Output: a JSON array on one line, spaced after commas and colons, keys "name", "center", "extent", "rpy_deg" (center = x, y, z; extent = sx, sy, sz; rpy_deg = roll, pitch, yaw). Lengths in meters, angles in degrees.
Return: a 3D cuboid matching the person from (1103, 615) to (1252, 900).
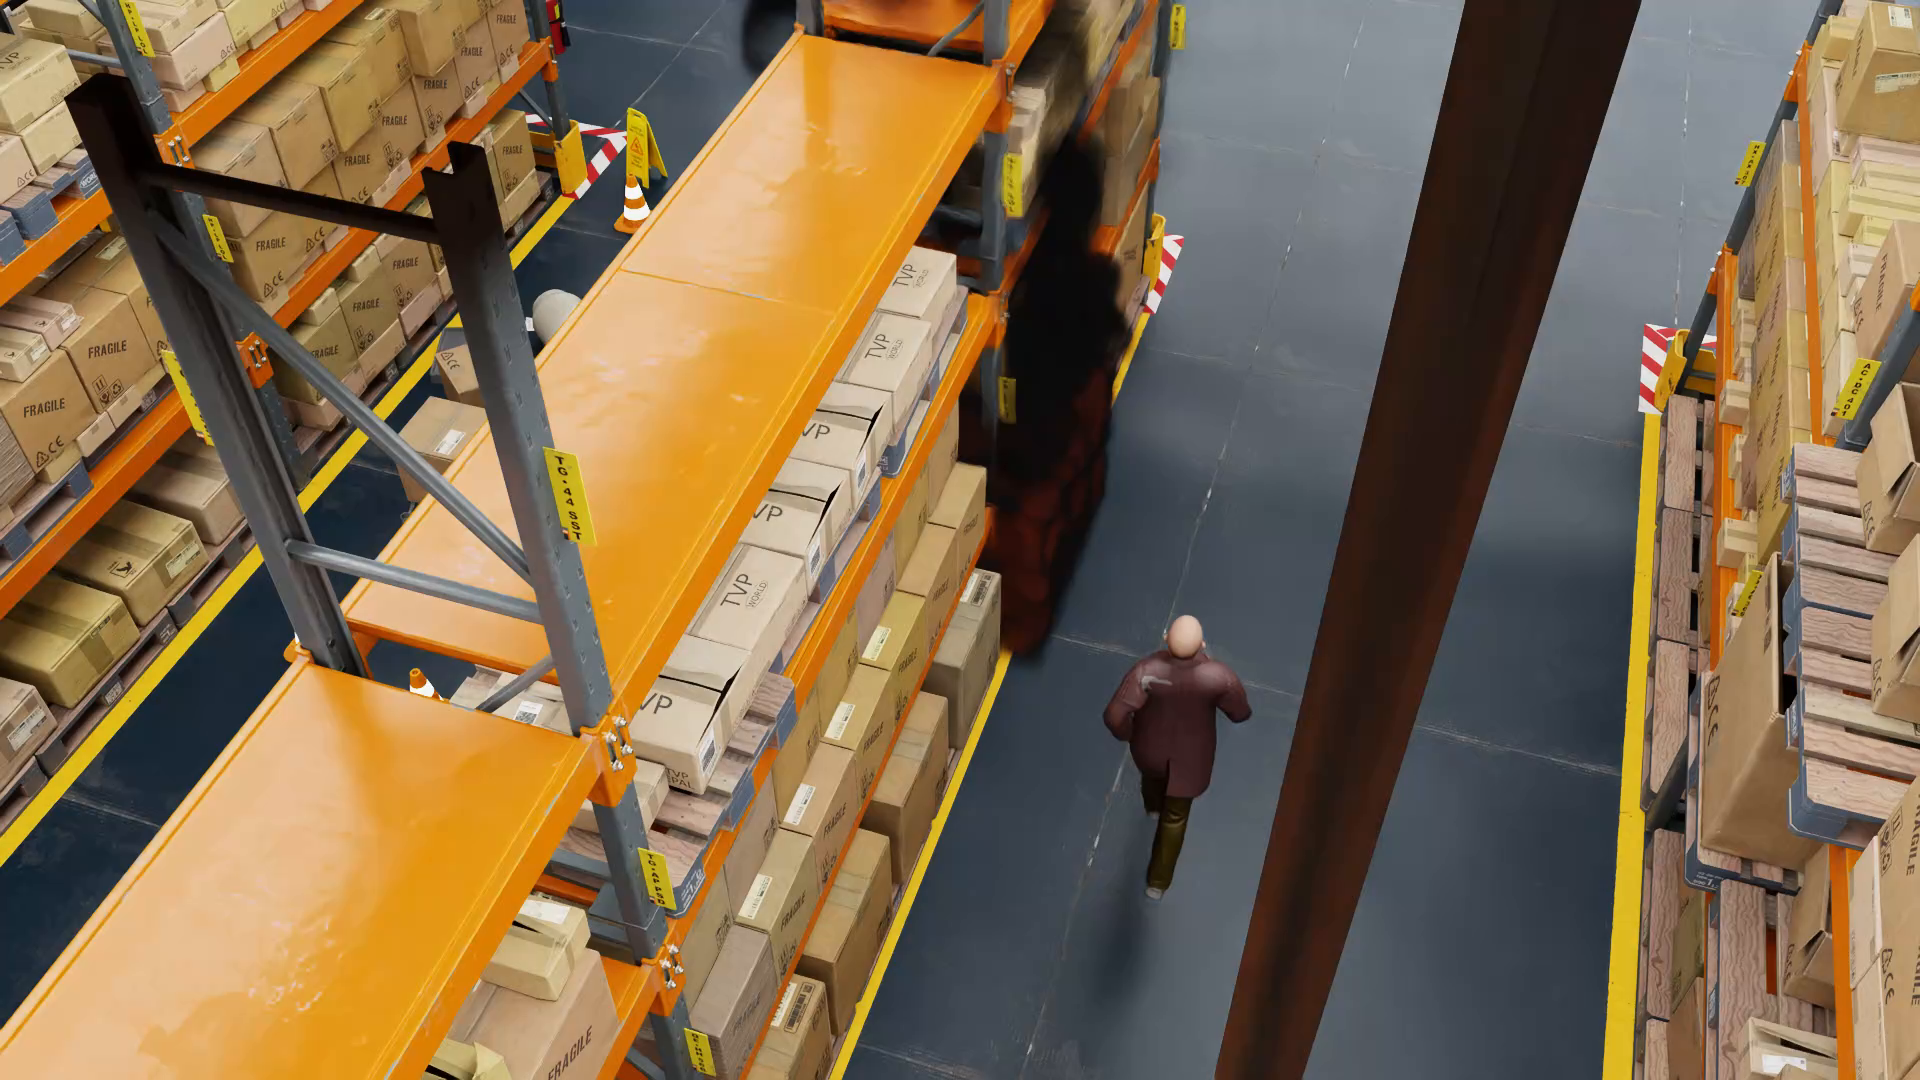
[{"name": "person", "center": [1.093, 1.045, 8.466], "extent": [0.693, 1.827, 0.931], "rpy_deg": [11, 47, 10]}]
